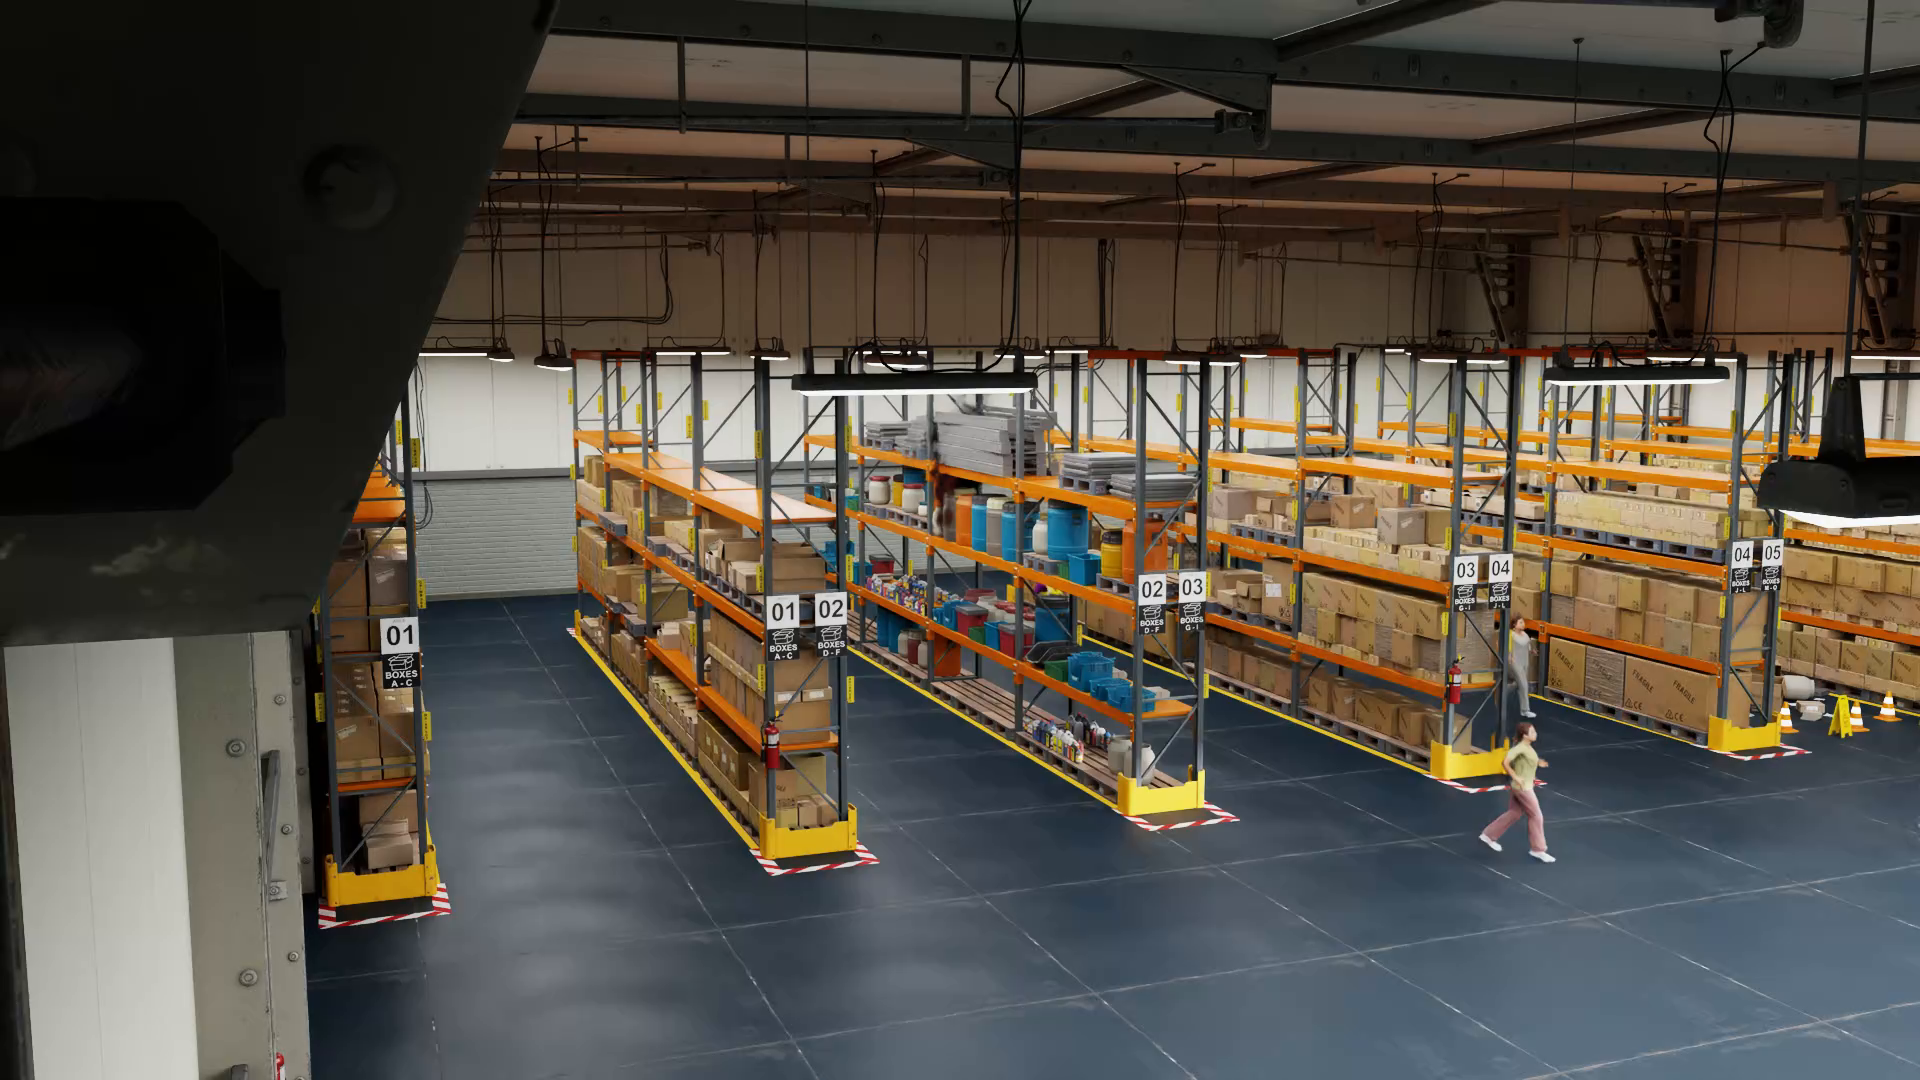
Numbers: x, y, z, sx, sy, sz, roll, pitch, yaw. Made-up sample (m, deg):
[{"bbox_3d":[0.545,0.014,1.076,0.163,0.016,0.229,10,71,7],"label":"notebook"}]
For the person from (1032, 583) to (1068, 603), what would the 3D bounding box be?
[{"bbox_3d":[1.771,1.295,31.403,0.694,1.707,0.575,-4,8,-30],"label":"person"}]

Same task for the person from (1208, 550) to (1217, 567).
[{"bbox_3d":[6.362,0.377,41.715,0.645,1.688,0.749,0,7,2],"label":"person"}]

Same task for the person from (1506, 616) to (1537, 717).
[{"bbox_3d":[9.257,2.075,27.651,0.577,1.643,0.895,-4,8,-31],"label":"person"}]

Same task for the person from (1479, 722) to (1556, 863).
[{"bbox_3d":[6.755,3.011,20.082,0.894,1.693,0.558,2,7,16],"label":"person"}]
